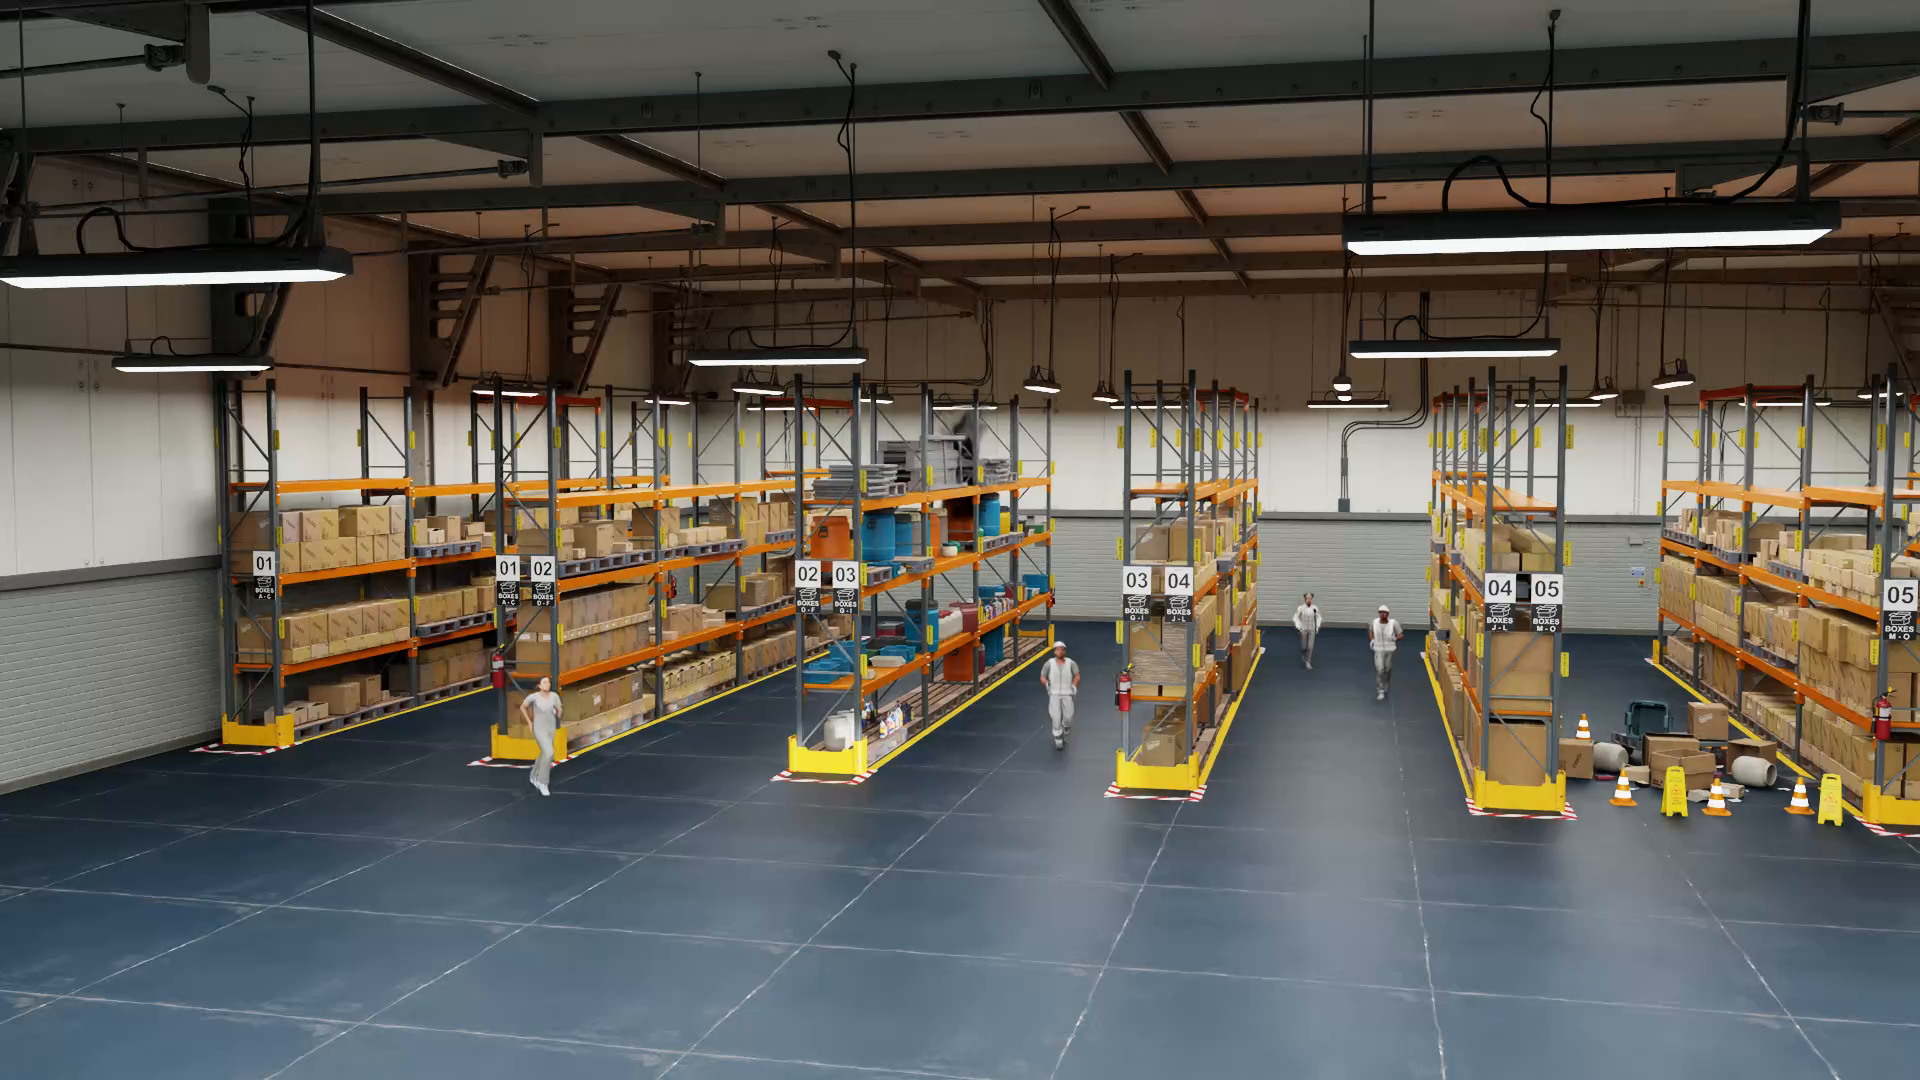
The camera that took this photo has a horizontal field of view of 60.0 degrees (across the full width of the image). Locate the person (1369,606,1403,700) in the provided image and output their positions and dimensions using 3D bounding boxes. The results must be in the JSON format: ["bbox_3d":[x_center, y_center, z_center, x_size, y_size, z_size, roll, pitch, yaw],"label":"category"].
[{"bbox_3d":[8.278,2.166,32.351,0.665,1.797,0.926,1,4,17],"label":"person"}]

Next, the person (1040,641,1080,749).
[{"bbox_3d":[1.628,2.514,26.881,0.649,1.740,0.601,0,3,1],"label":"person"}]

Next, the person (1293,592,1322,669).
[{"bbox_3d":[7.667,1.981,36.671,0.627,1.672,0.629,0,3,8],"label":"person"}]

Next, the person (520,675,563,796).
[{"bbox_3d":[-5.915,2.756,23.640,0.738,1.712,0.547,3,5,44],"label":"person"}]
